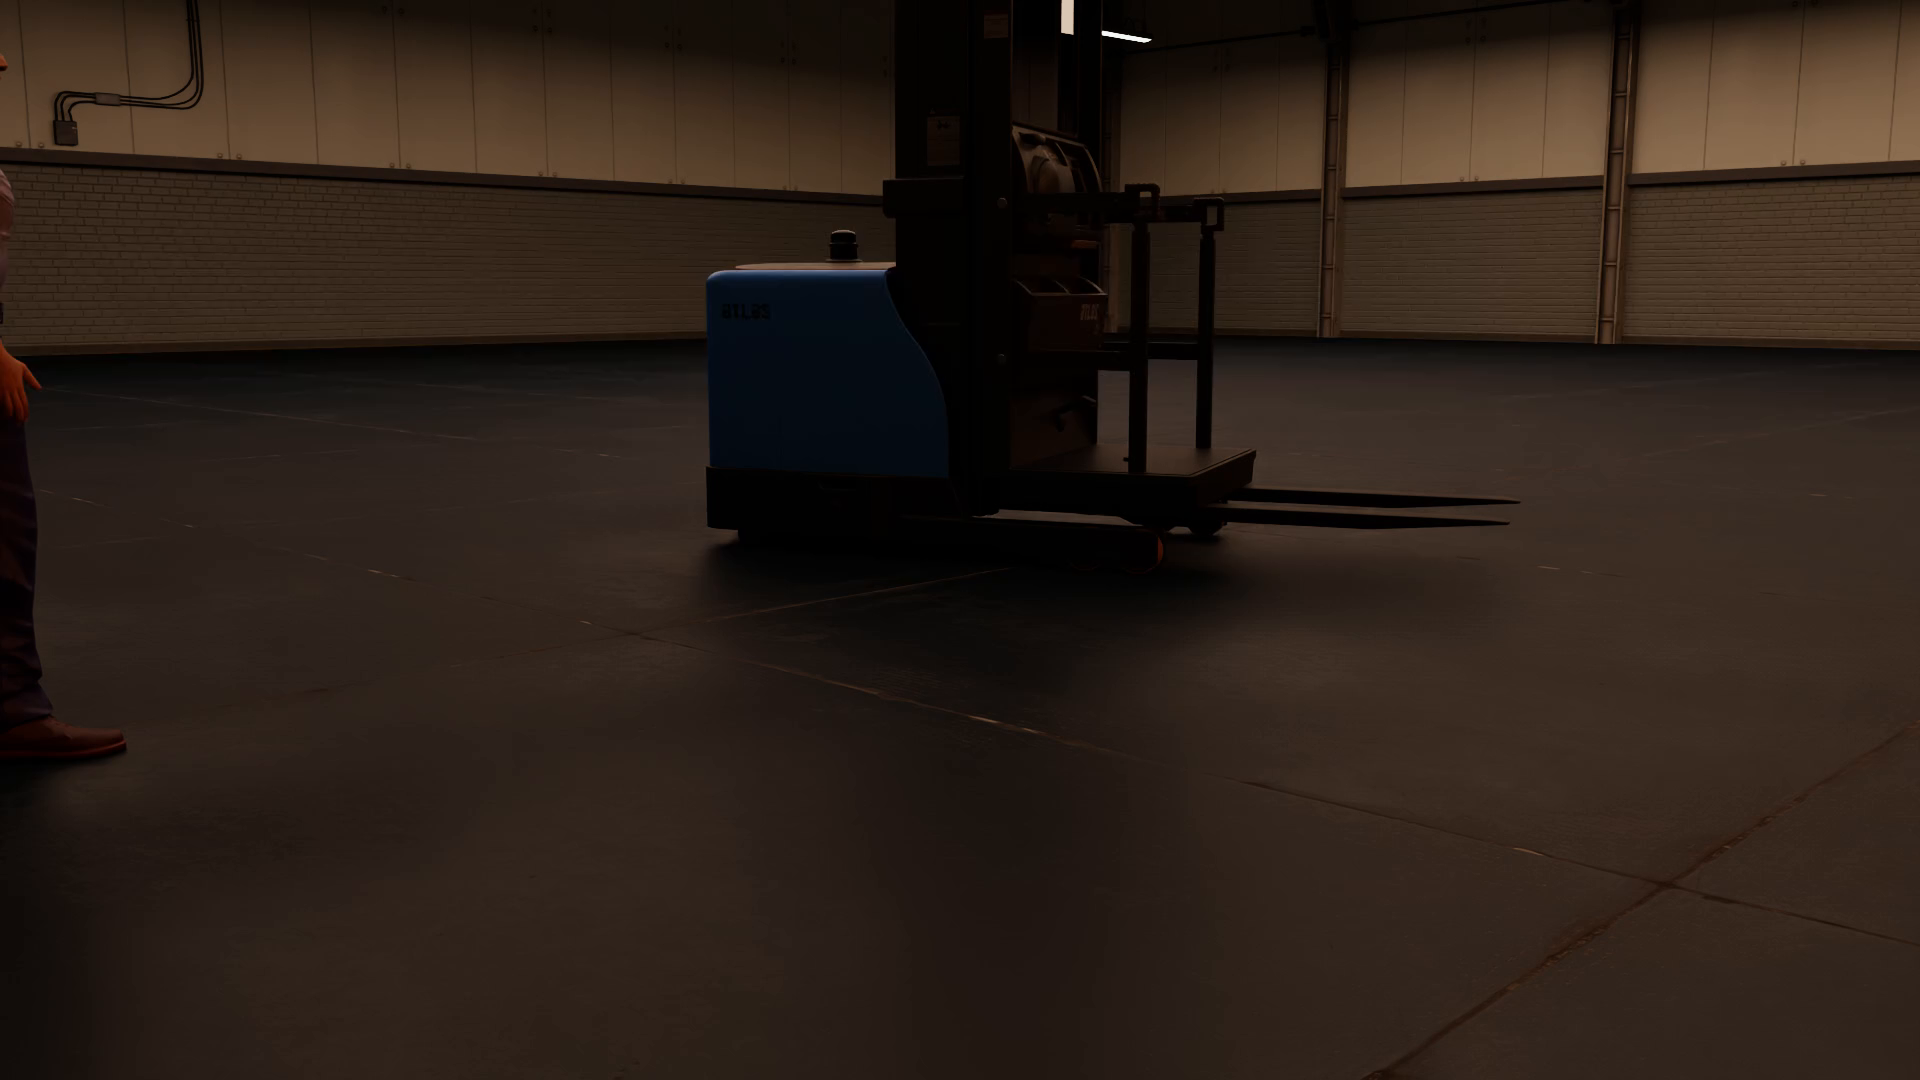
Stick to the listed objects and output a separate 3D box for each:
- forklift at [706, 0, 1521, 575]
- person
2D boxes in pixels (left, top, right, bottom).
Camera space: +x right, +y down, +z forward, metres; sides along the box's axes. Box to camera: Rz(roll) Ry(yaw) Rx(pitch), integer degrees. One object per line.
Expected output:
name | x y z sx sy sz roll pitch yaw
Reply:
forklift | 0.565 -1.416 6.275 3.031 2.935 1.130 3 9 22
person | -2.187 -0.357 3.572 0.626 1.657 0.430 7 11 41
